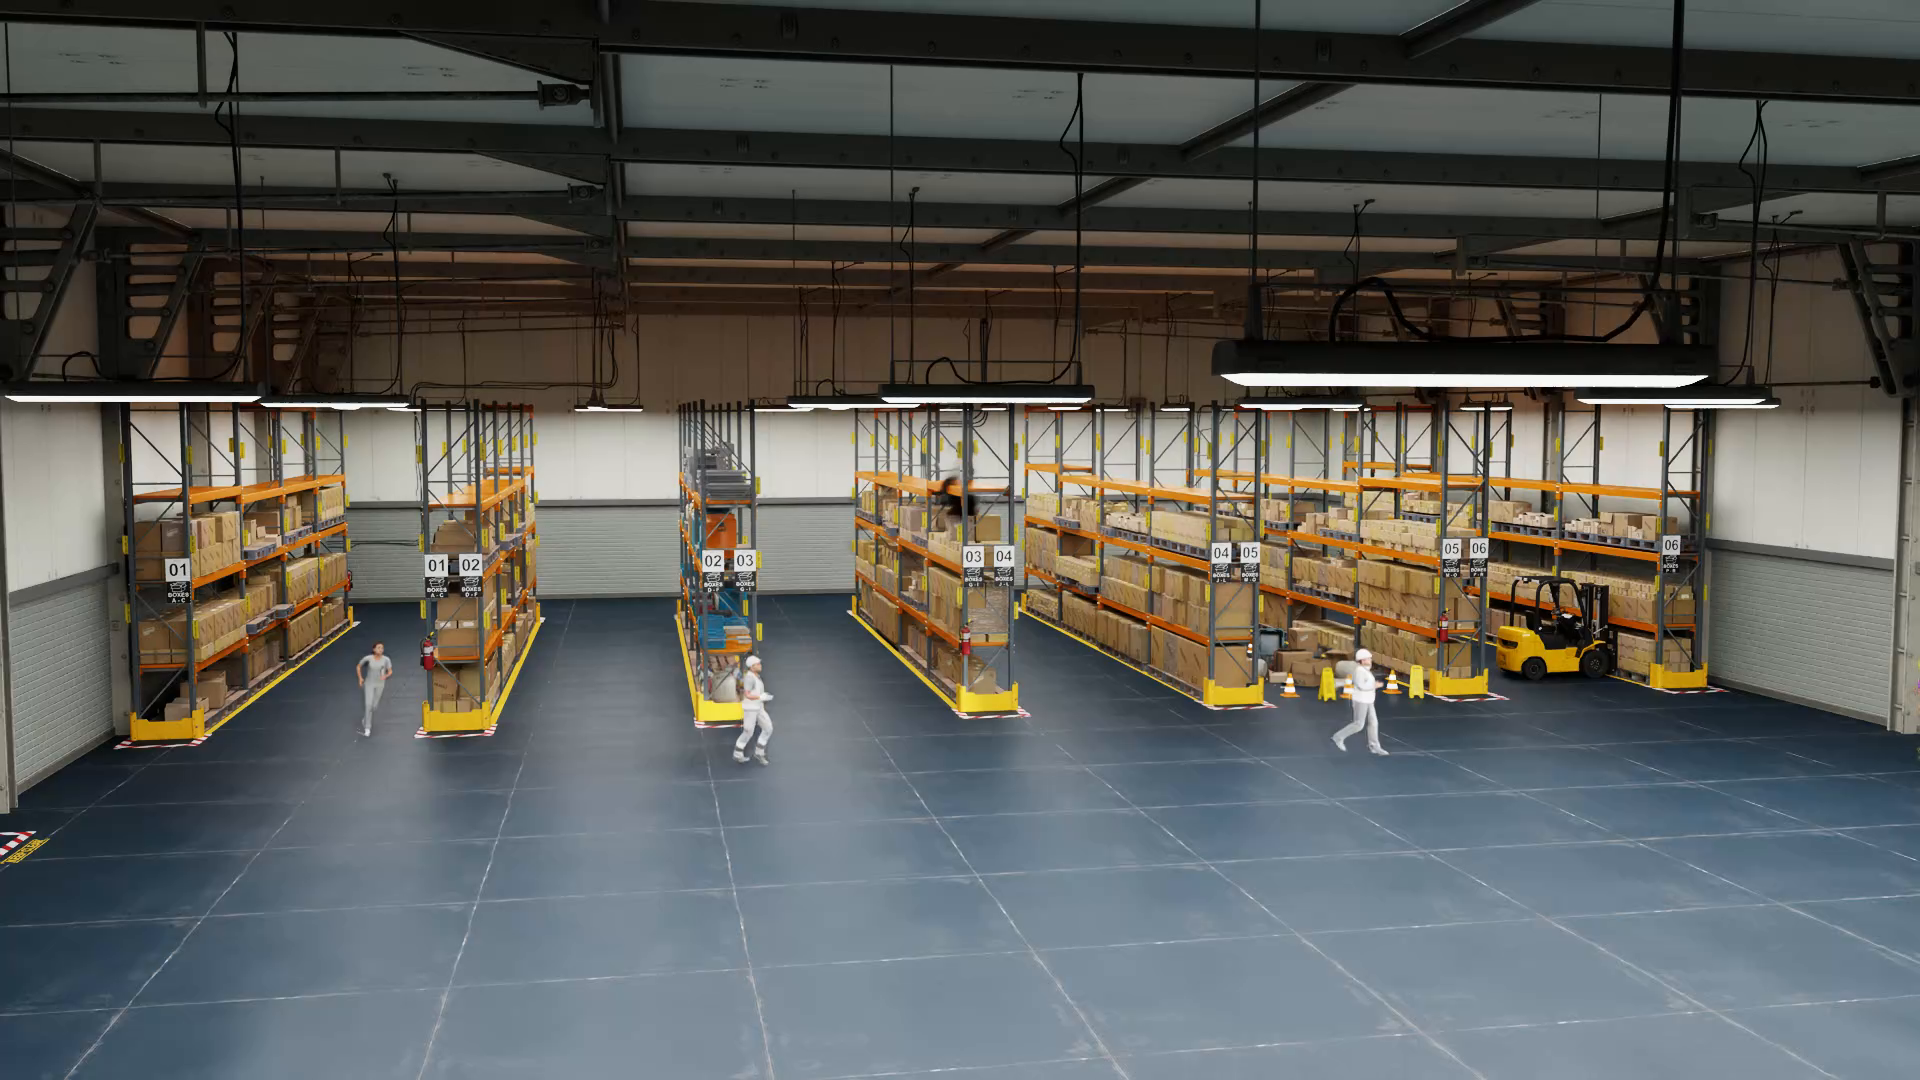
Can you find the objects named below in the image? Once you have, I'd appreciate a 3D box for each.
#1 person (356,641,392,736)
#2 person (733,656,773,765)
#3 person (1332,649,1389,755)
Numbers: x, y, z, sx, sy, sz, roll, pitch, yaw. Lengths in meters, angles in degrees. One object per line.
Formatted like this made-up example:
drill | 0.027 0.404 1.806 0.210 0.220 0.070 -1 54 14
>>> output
person | -10.579 2.651 30.077 0.601 1.660 0.847 -2 5 -29
person | -3.359 2.798 27.101 0.743 1.825 0.635 1 4 15
person | 6.737 2.709 27.899 0.931 1.766 0.676 2 5 26
